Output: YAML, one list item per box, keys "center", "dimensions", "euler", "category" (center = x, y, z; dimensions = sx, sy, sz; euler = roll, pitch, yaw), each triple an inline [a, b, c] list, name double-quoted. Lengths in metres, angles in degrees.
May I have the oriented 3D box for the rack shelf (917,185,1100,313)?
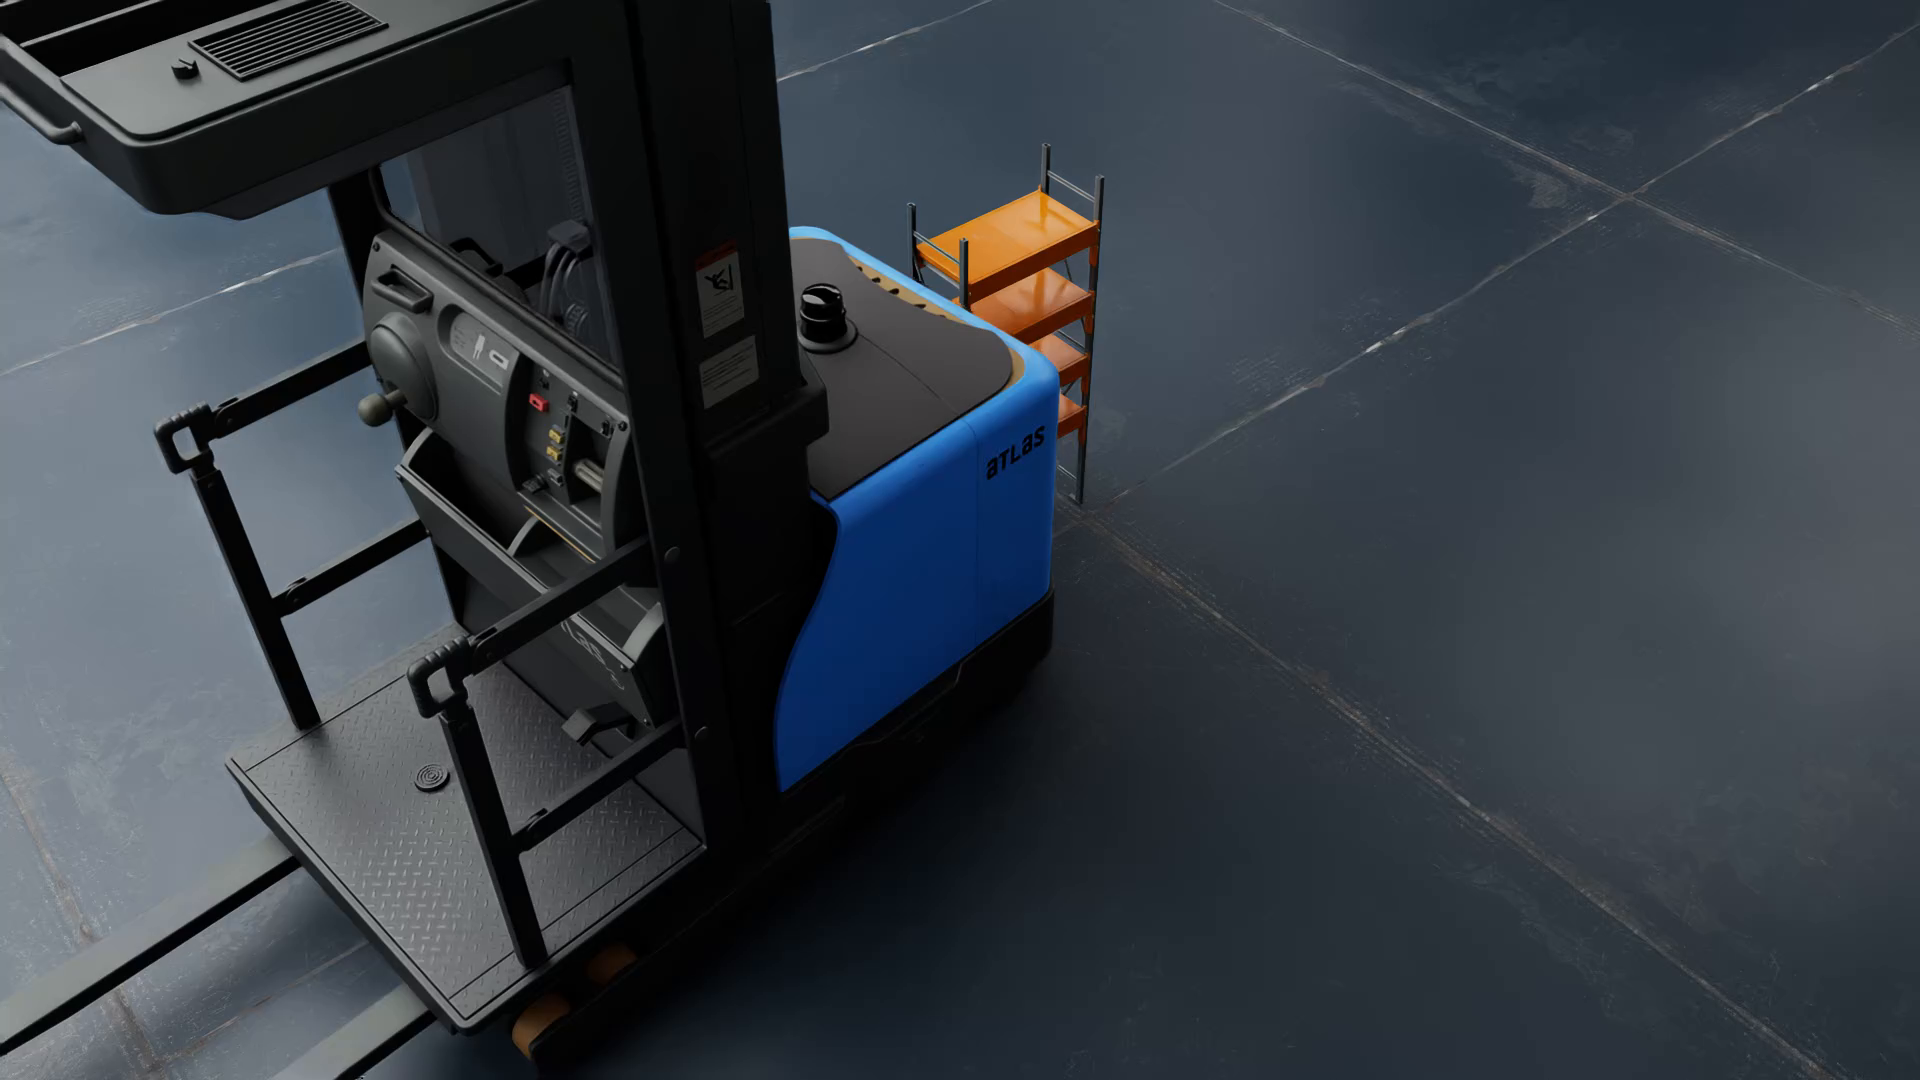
- center: [0.127, -0.797, 4.648]
  dimensions: [0.480, 0.148, 0.258]
  euler: [-30, 51, -28]
  category: "rack shelf"

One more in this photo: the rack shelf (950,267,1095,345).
- center: [0.127, -0.624, 4.810]
  dimensions: [0.480, 0.148, 0.258]
  euler: [-30, 51, -28]
  category: "rack shelf"

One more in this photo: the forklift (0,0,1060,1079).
- center: [-1.124, -0.236, 3.361]
  dimensions: [1.130, 2.935, 3.031]
  euler: [34, 53, 31]
  category: "forklift"

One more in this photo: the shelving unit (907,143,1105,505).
- center: [0.127, -0.510, 4.917]
  dimensions: [0.503, 1.200, 0.258]
  euler: [-30, 51, -28]
  category: "shelving unit"

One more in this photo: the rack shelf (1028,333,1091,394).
- center: [0.127, -0.461, 4.963]
  dimensions: [0.480, 0.148, 0.258]
  euler: [-30, 51, -28]
  category: "rack shelf"

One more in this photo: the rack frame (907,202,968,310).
- center: [-0.060, -0.403, 4.803]
  dimensions: [0.015, 1.200, 0.240]
  euler: [-30, 51, -28]
  category: "rack frame"

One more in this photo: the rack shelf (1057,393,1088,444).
- center: [0.127, -0.316, 5.099]
  dimensions: [0.480, 0.148, 0.258]
  euler: [-30, 51, -28]
  category: "rack shelf"

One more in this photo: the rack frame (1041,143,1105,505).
- center: [0.314, -0.617, 5.031]
  dimensions: [0.015, 1.200, 0.240]
  euler: [-30, 51, -28]
  category: "rack frame"
